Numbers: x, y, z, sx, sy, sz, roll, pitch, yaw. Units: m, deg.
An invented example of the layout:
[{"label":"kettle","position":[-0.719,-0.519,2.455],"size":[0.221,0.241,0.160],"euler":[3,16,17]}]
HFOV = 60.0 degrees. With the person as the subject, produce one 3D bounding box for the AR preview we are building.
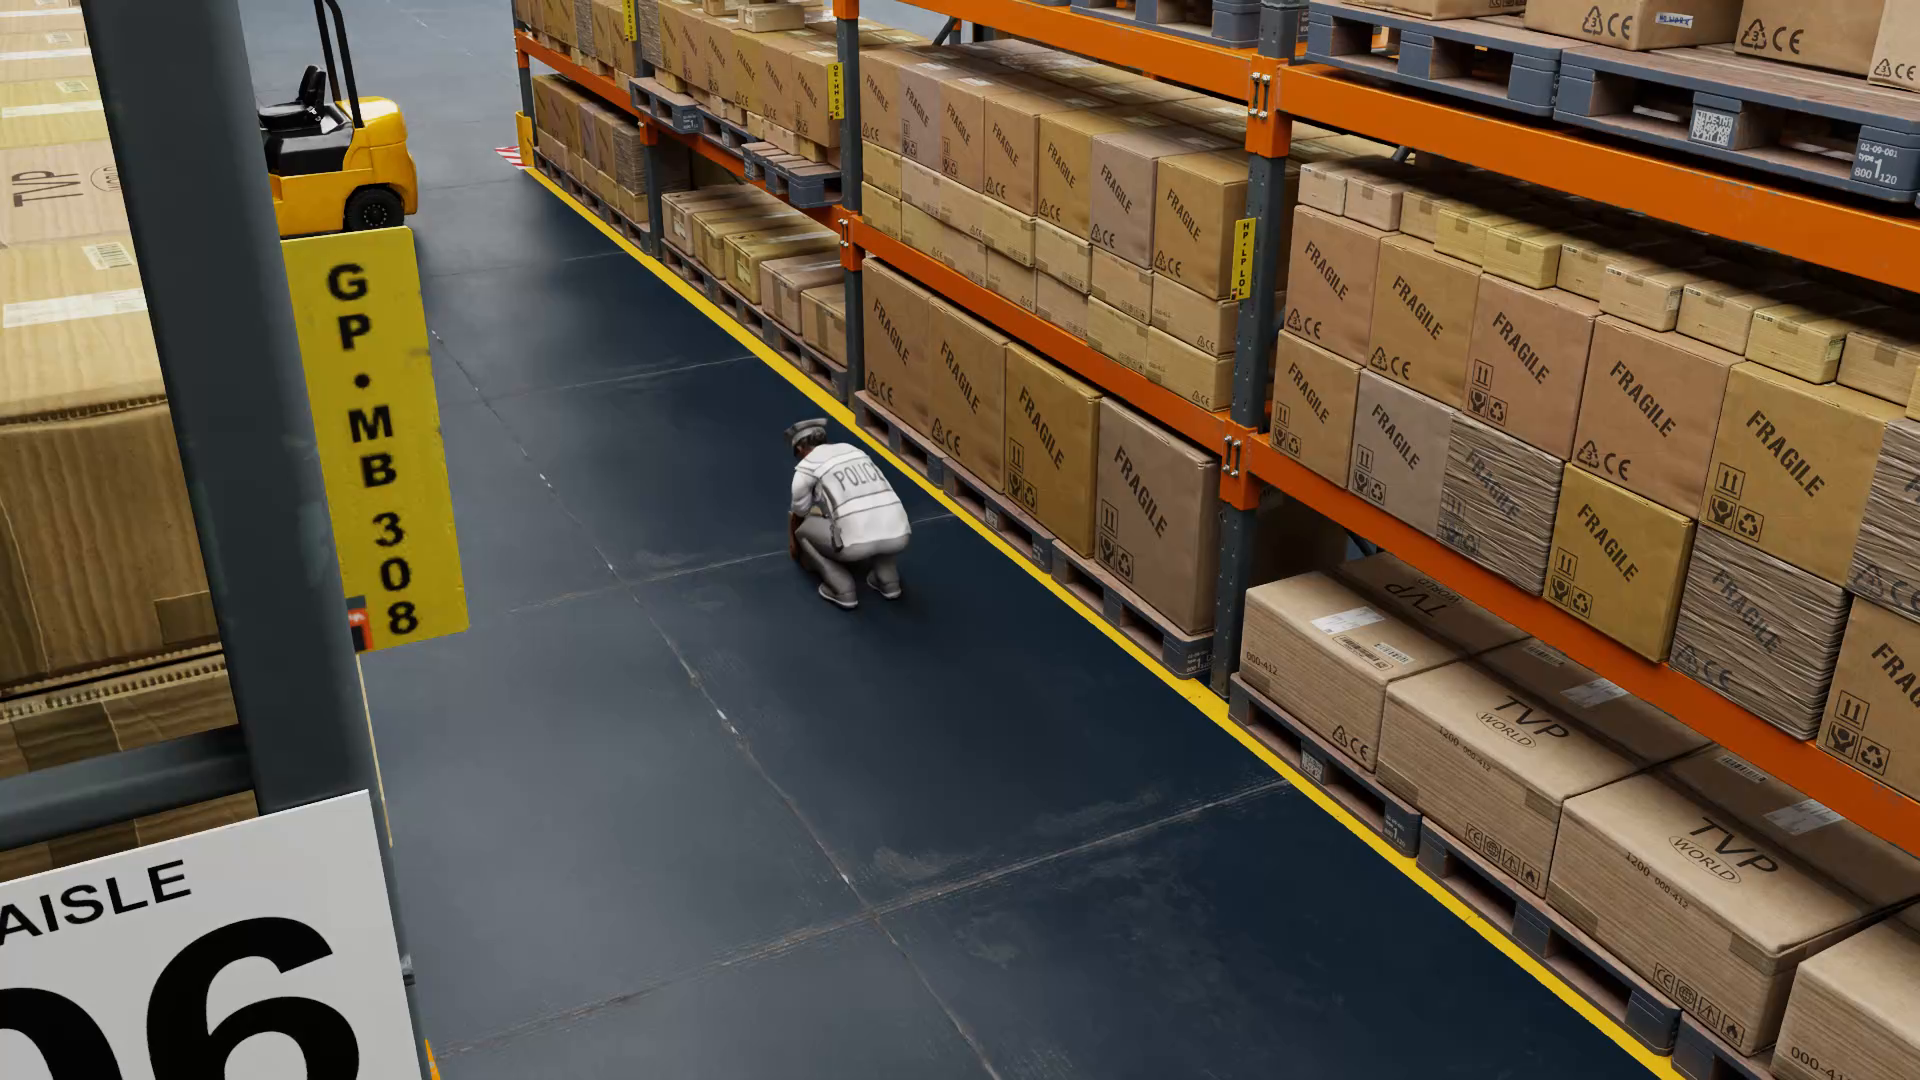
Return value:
[{"label":"person","position":[-0.580,-0.141,8.405],"size":[0.478,0.848,0.871],"euler":[-13,29,-25]}]
